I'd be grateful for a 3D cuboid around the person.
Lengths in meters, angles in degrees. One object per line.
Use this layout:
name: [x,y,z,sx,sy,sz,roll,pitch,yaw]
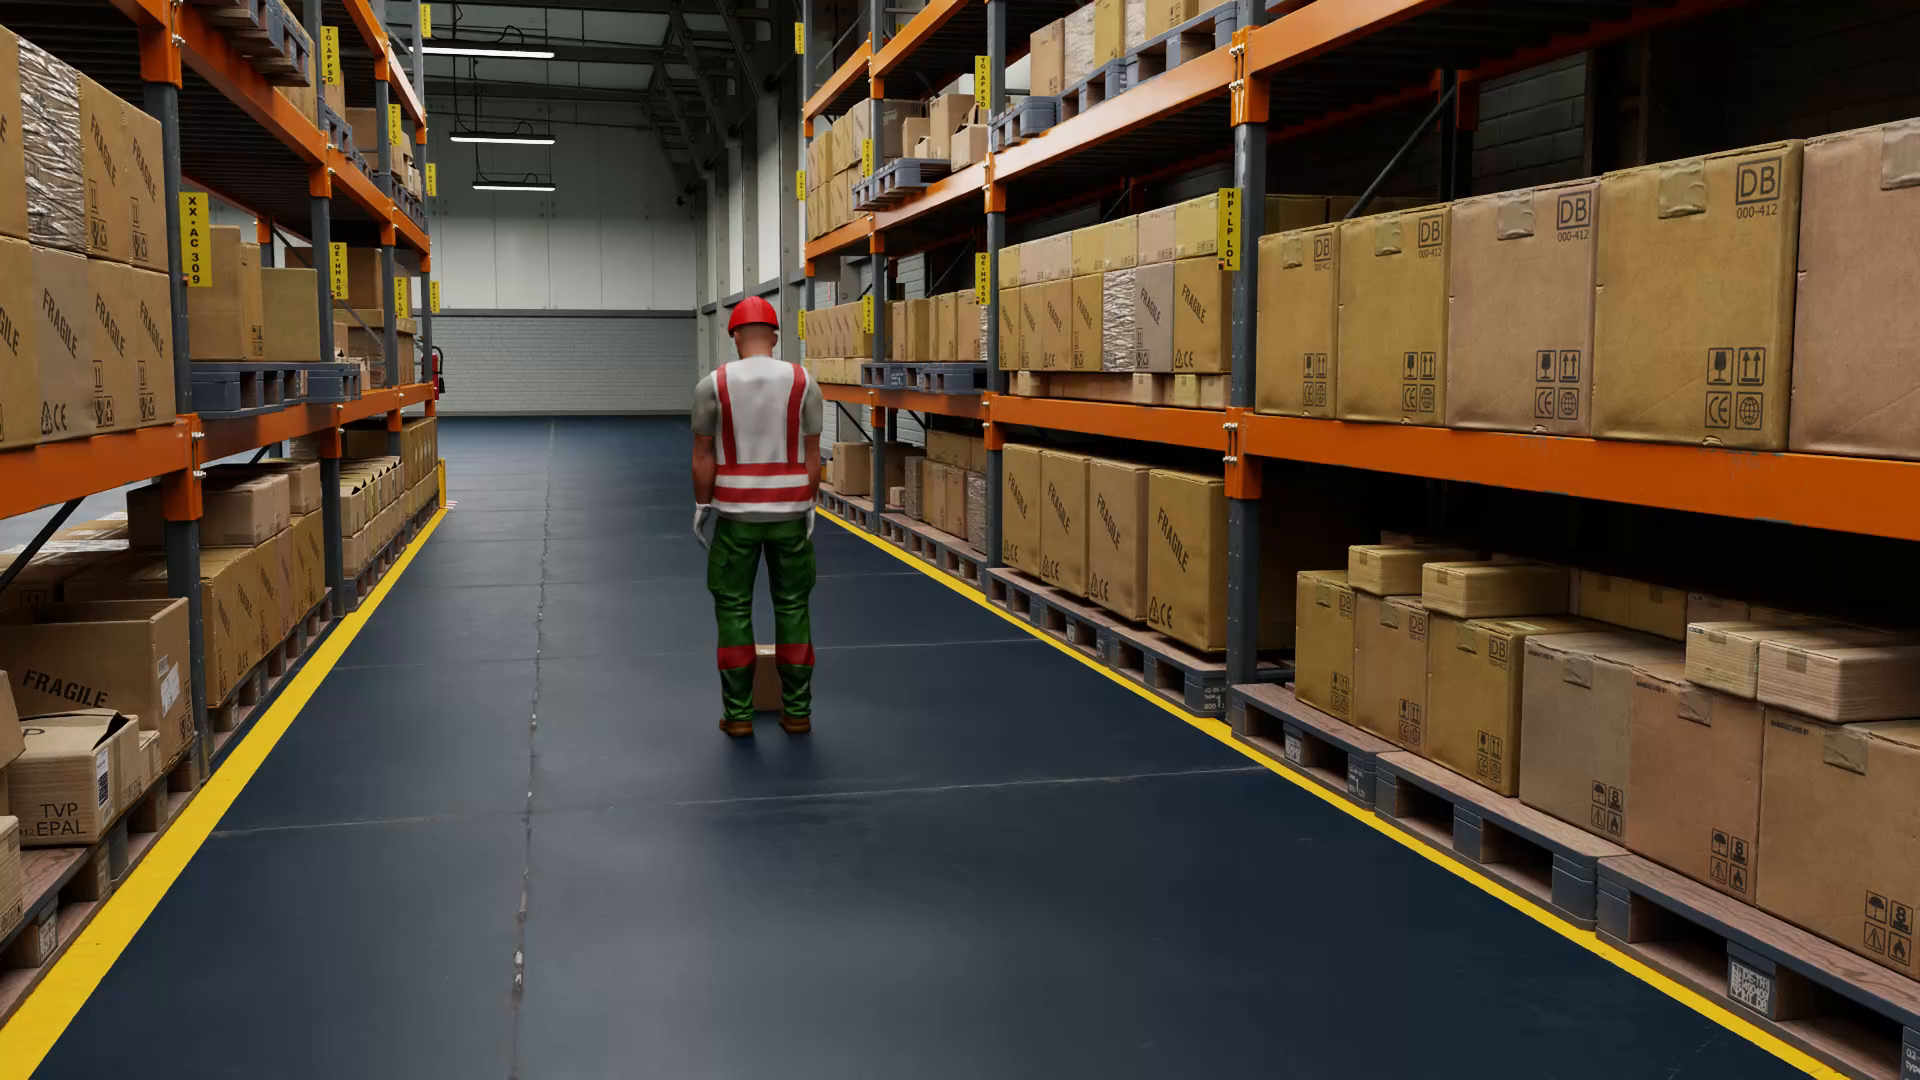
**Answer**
person: [-0.826,-0.098,6.789,0.530,1.776,0.371,-1,6,-13]
